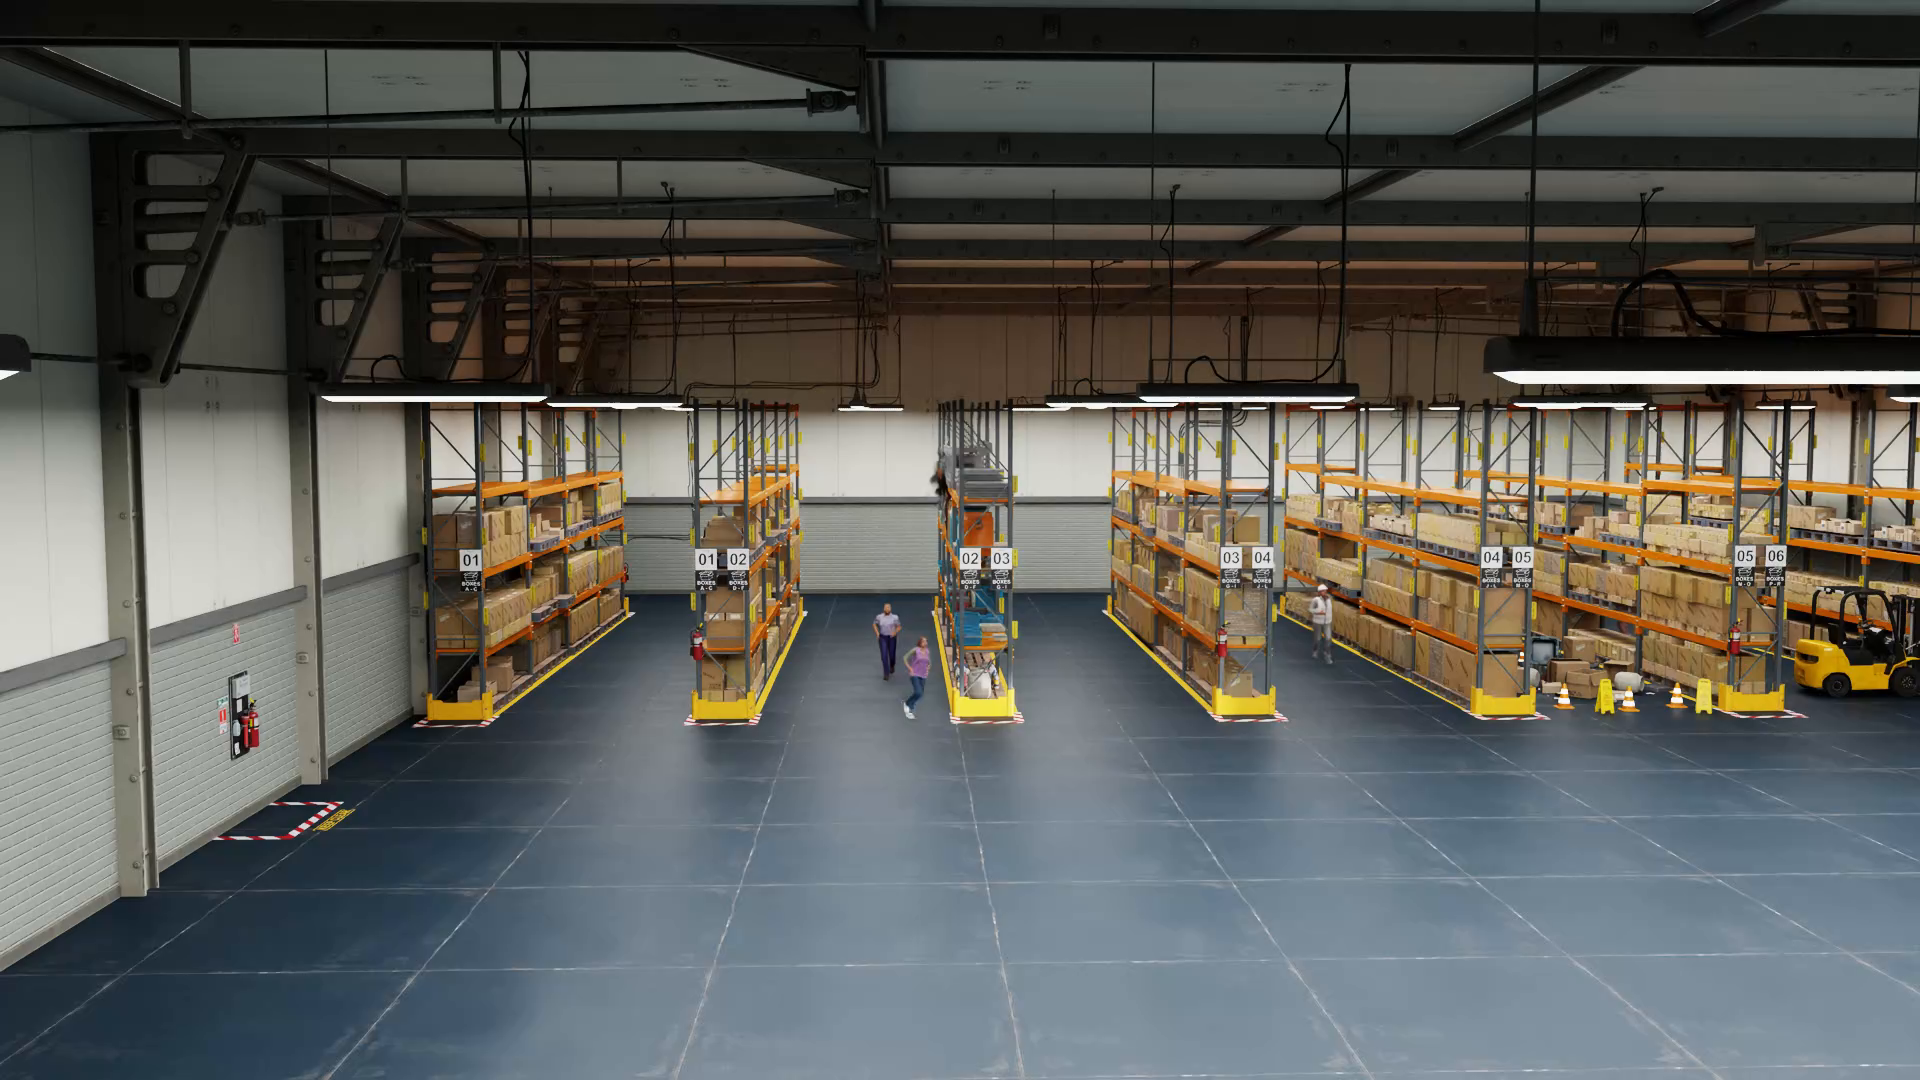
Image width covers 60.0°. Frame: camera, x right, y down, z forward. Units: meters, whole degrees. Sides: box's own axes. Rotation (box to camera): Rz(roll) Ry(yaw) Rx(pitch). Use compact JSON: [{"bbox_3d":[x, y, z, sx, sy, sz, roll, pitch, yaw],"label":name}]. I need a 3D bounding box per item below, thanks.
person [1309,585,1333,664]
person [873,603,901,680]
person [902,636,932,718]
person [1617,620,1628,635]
[{"bbox_3d":[8.324,1.930,38.355,0.641,1.822,0.808,-1,4,-9],"label":"person"},{"bbox_3d":[-1.581,2.178,36.064,0.613,1.640,0.726,0,4,-4],"label":"person"},{"bbox_3d":[-0.759,2.572,31.228,0.529,1.550,0.521,-3,5,-38],"label":"person"},{"bbox_3d":[16.383,1.768,41.120,0.545,1.651,0.735,-1,4,-8],"label":"person"}]
